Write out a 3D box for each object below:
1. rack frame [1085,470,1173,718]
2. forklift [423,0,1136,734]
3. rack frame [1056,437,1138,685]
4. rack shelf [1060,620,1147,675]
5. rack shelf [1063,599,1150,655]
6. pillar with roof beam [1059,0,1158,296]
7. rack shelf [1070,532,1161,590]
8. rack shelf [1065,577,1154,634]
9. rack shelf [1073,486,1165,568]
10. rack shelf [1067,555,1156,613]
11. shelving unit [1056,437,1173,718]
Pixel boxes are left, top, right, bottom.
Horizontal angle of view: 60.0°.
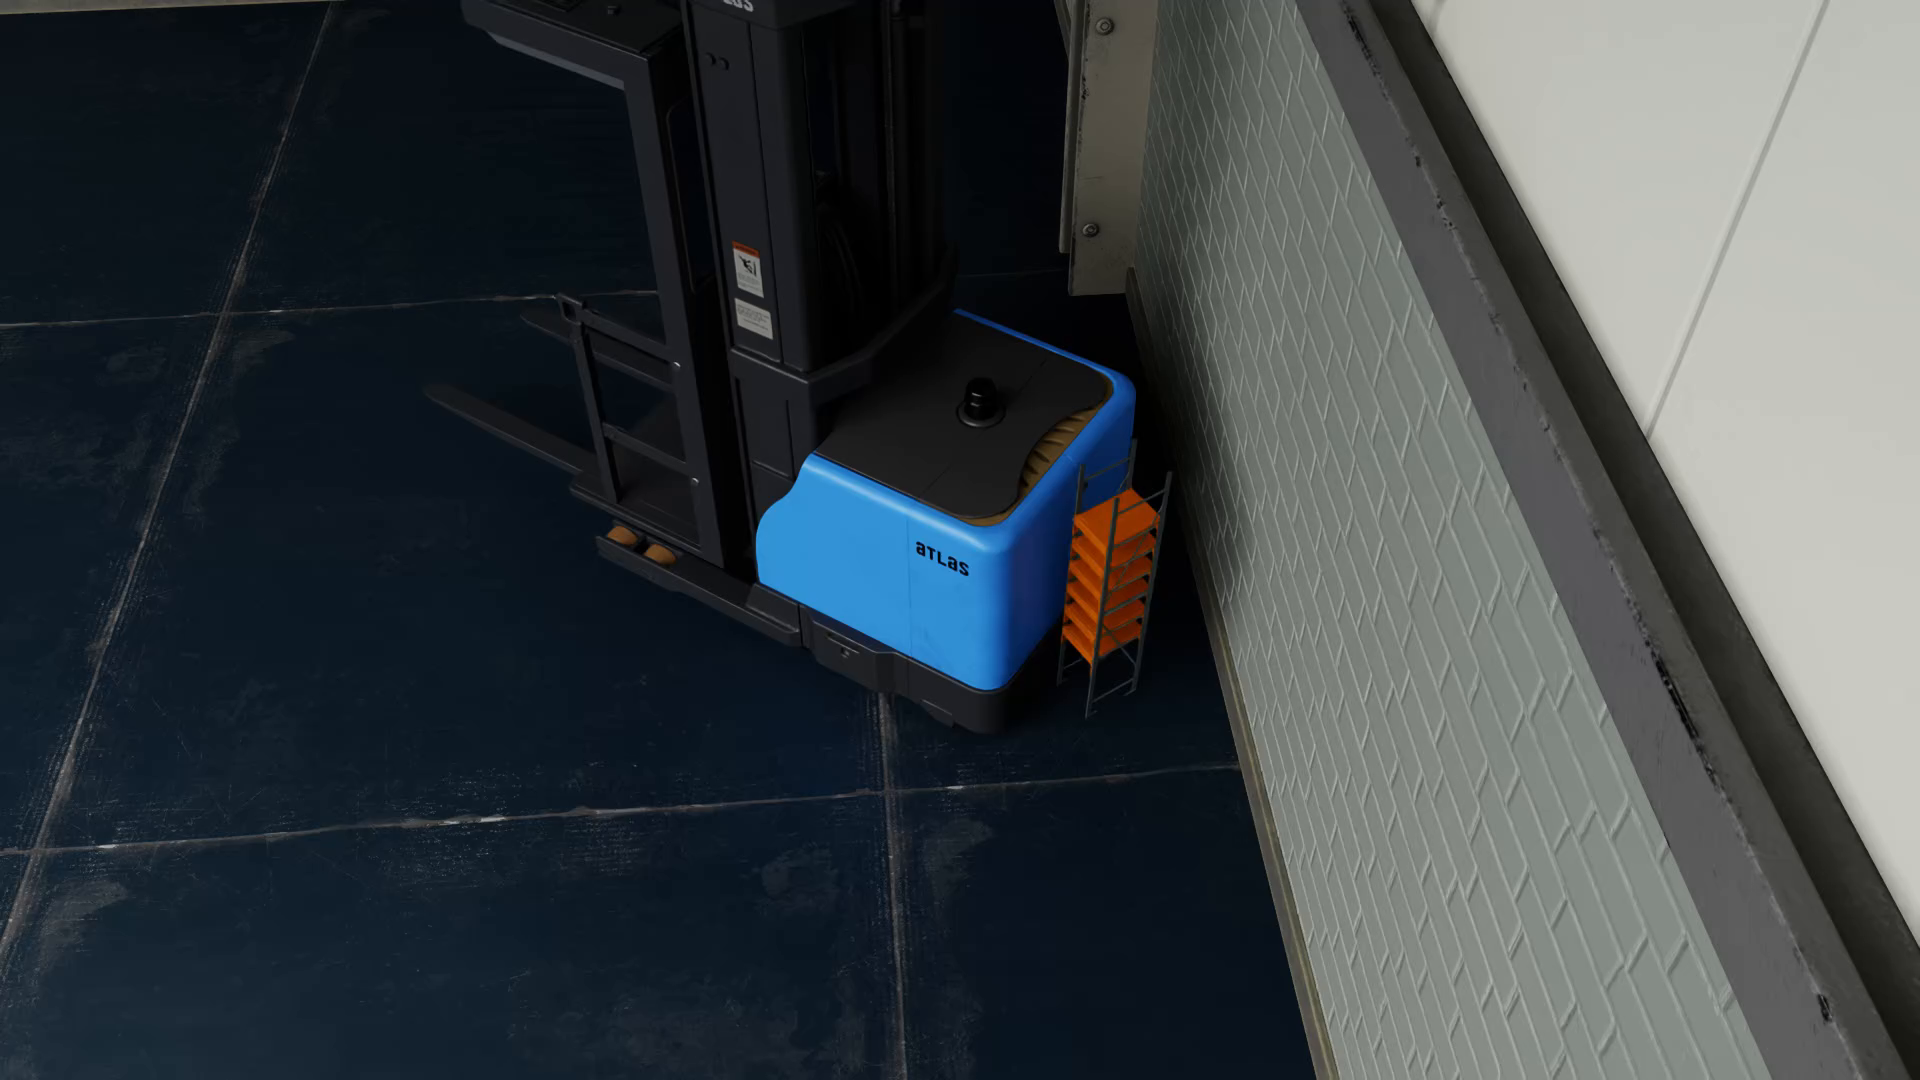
[{"bbox_3d":[0.584,0.220,5.852,0.240,1.200,0.006,-26,54,-23],"label":"rack frame"},{"bbox_3d":[-0.871,-1.124,5.933,3.031,2.935,1.130,25,51,22],"label":"forklift"},{"bbox_3d":[0.481,0.106,5.951,0.240,1.200,0.006,-26,54,-23],"label":"rack frame"},{"bbox_3d":[0.527,0.352,6.114,0.258,0.103,0.180,-26,54,-23],"label":"rack shelf"},{"bbox_3d":[0.529,0.272,6.024,0.258,0.103,0.180,-26,54,-23],"label":"rack shelf"},{"bbox_3d":[-3.627,-4.161,4.629,9.100,9.000,0.400,-3,47,-3],"label":"pillar with roof beam"},{"bbox_3d":[0.537,0.033,5.755,0.258,0.103,0.180,-26,54,-23],"label":"rack shelf"},{"bbox_3d":[0.532,0.192,5.935,0.258,0.103,0.180,-26,54,-23],"label":"rack shelf"},{"bbox_3d":[0.539,-0.047,5.666,0.258,0.103,0.180,-26,54,-23],"label":"rack shelf"},{"bbox_3d":[0.534,0.113,5.845,0.258,0.103,0.180,-26,54,-23],"label":"rack shelf"},{"bbox_3d":[0.533,0.163,5.901,0.258,1.200,0.189,-26,54,-23],"label":"shelving unit"}]
